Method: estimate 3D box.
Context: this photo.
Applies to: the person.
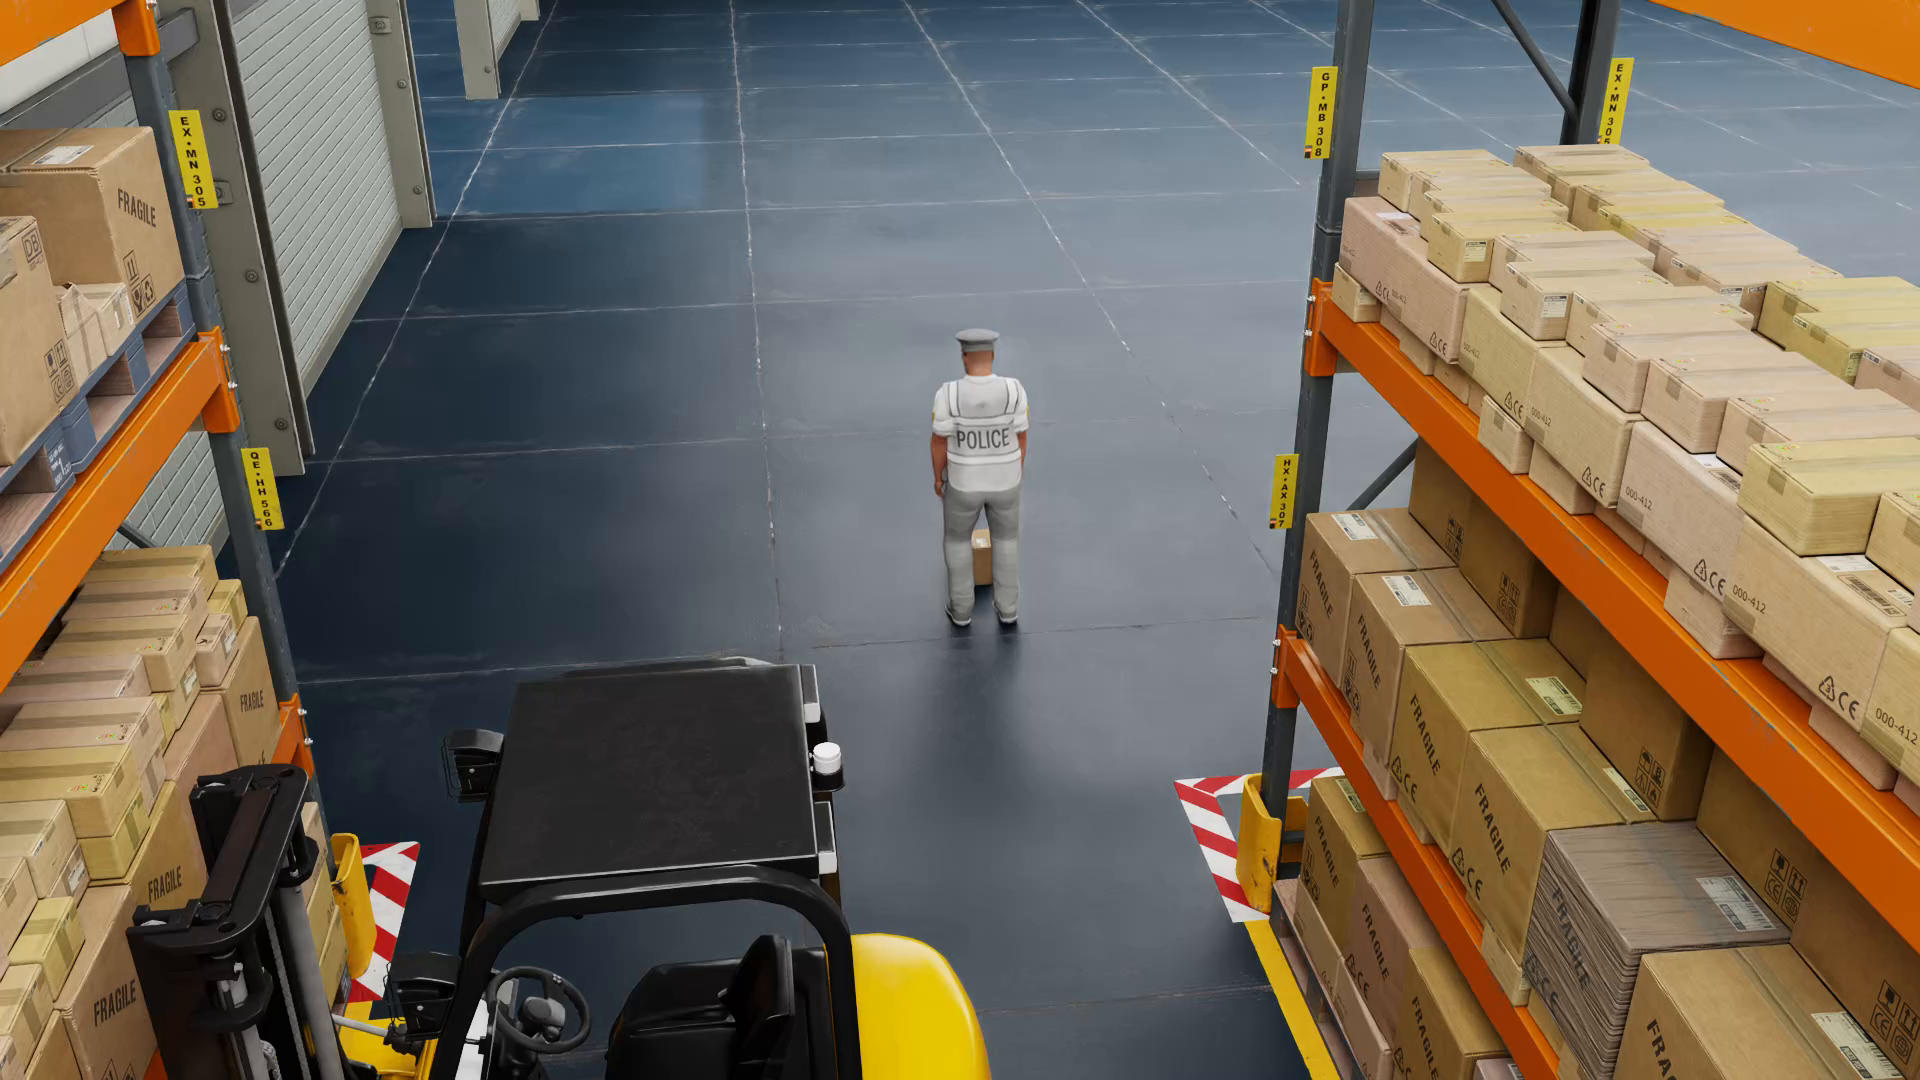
[{"bbox_3d":[0.103,-0.324,9.281,0.535,1.738,0.388,-3,27,-6],"label":"person"}]
